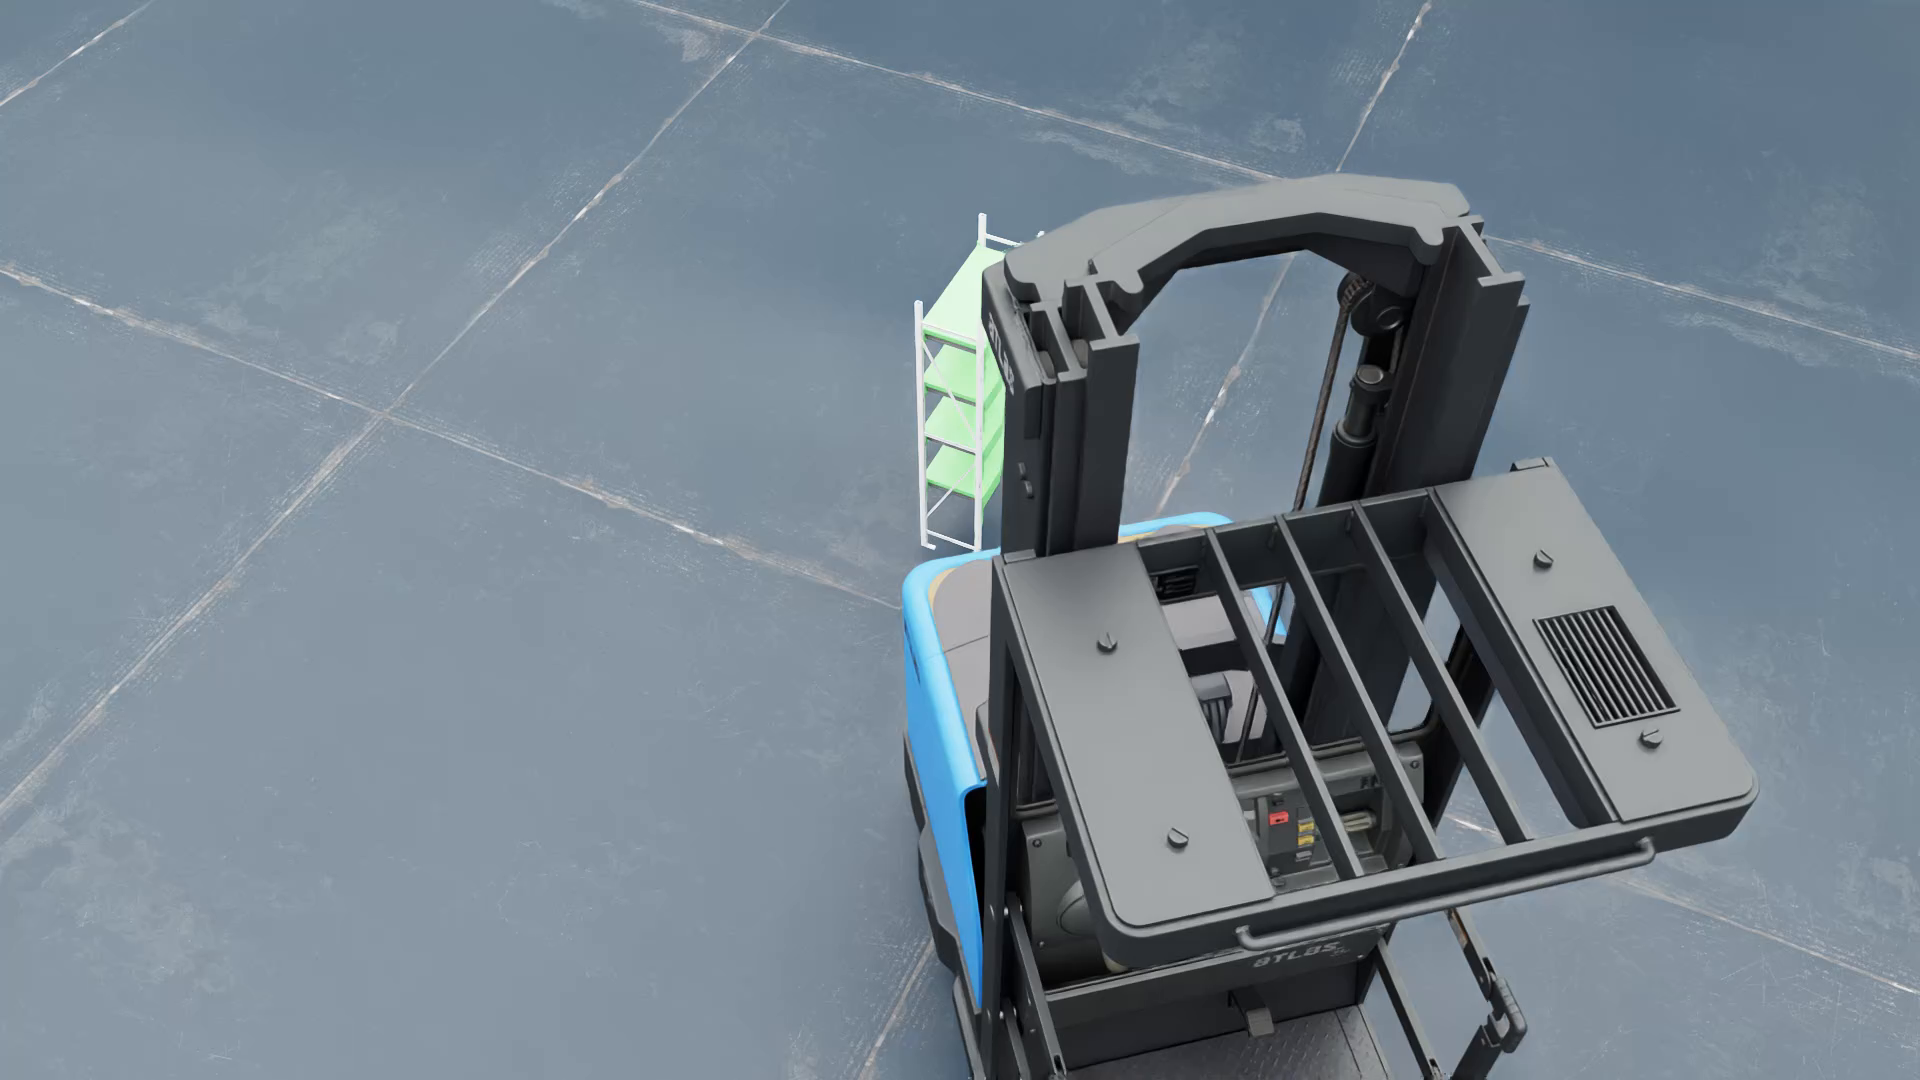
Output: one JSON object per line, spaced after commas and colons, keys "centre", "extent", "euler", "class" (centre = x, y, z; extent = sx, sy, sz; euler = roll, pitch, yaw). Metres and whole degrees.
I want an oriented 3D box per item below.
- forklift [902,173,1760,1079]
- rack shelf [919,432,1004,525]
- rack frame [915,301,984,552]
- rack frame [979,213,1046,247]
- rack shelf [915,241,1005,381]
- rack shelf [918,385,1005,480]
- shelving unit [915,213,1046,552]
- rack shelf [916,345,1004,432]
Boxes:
{"centre": [0.654, 0.827, 3.622], "extent": [1.130, 2.935, 3.031], "euler": [-10, 50, -9], "class": "forklift"}
{"centre": [0.071, -0.306, 6.121], "extent": [0.258, 0.148, 0.480], "euler": [20, 52, 16], "class": "rack shelf"}
{"centre": [-0.034, -0.335, 5.747], "extent": [0.240, 1.200, 0.015], "euler": [20, 52, 16], "class": "rack frame"}
{"centre": [0.175, -0.671, 6.033], "extent": [0.240, 1.200, 0.015], "euler": [20, 52, 16], "class": "rack frame"}
{"centre": [0.071, -0.772, 5.573], "extent": [0.258, 0.148, 0.480], "euler": [20, 52, 16], "class": "rack shelf"}
{"centre": [0.071, -0.461, 5.939], "extent": [0.258, 0.148, 0.480], "euler": [20, 52, 16], "class": "rack shelf"}
{"centre": [0.071, -0.503, 5.890], "extent": [0.258, 1.200, 0.503], "euler": [20, 52, 16], "class": "shelving unit"}
{"centre": [0.071, -0.617, 5.756], "extent": [0.258, 0.148, 0.480], "euler": [20, 52, 16], "class": "rack shelf"}
